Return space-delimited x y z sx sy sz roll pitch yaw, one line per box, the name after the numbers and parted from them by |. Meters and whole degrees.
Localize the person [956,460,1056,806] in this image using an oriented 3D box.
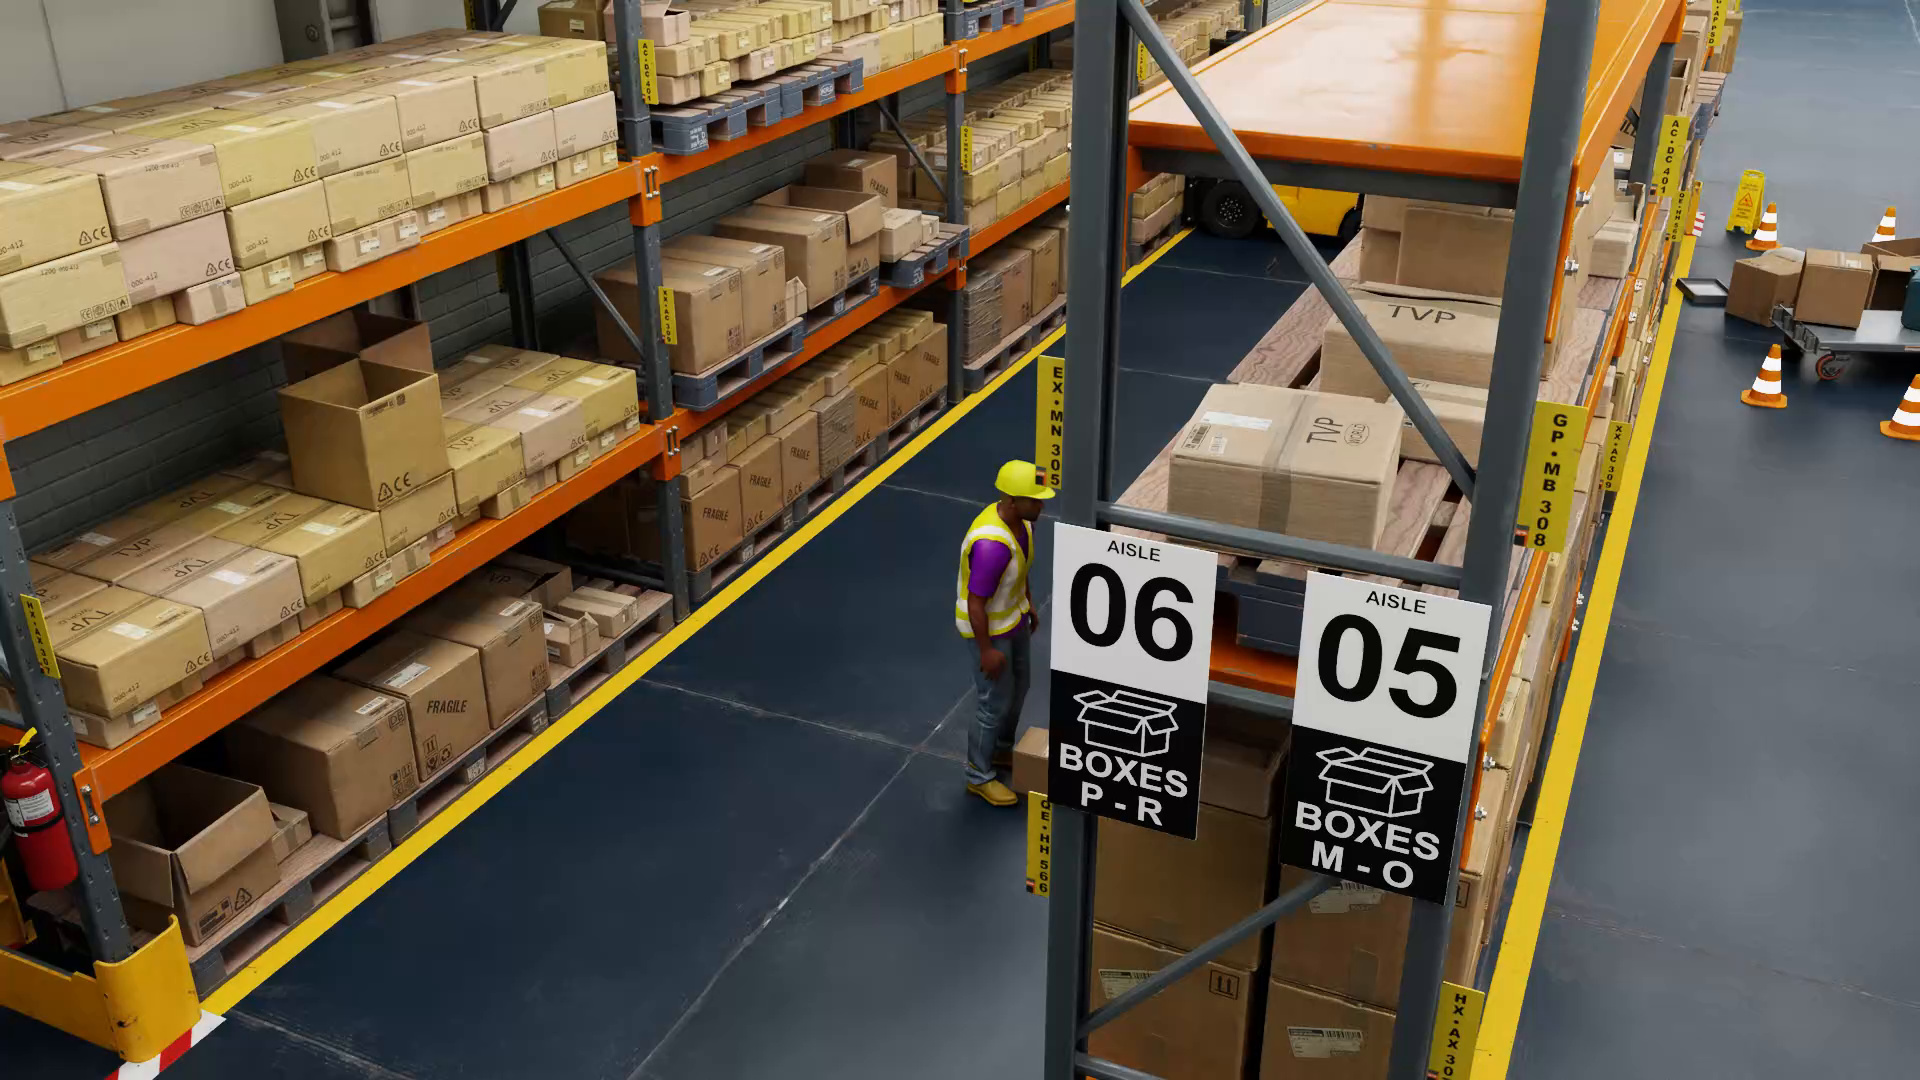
0.224 0.424 8.221 0.459 1.761 0.638 10 28 20 | person
